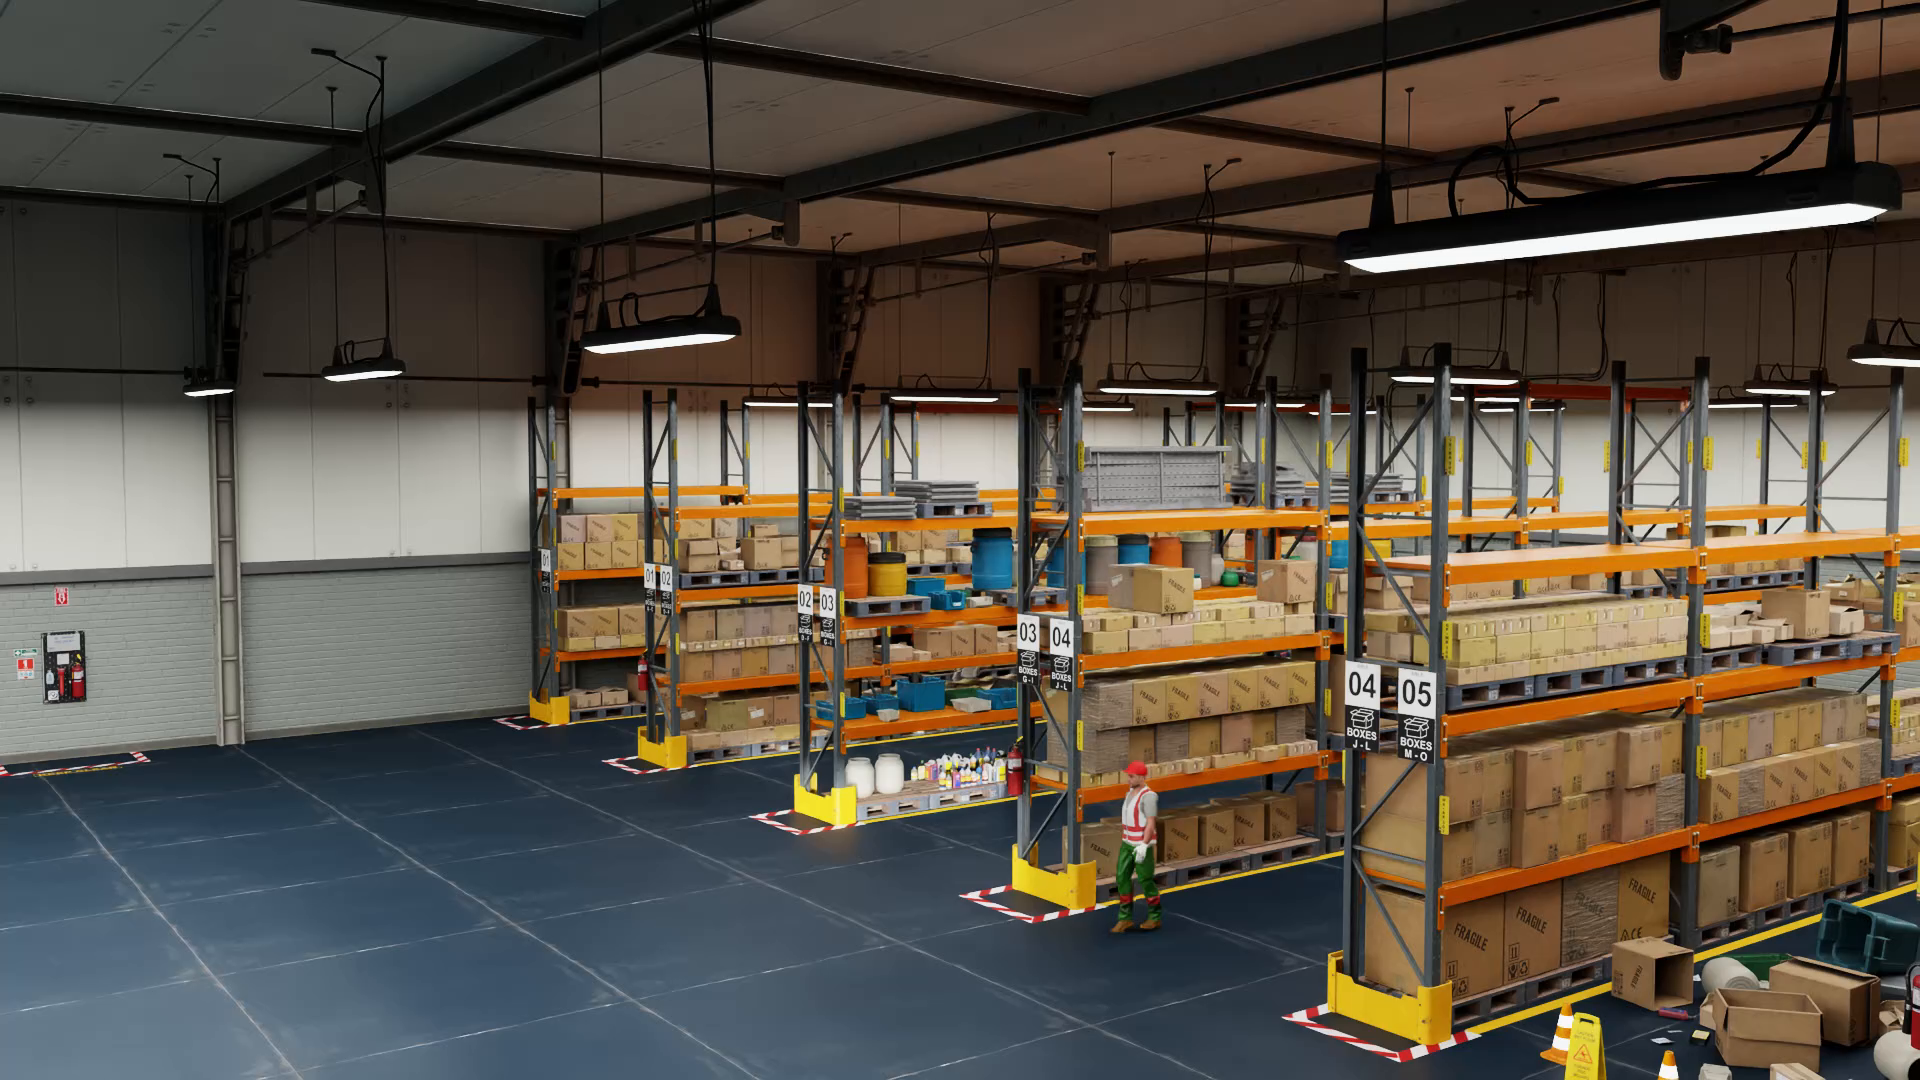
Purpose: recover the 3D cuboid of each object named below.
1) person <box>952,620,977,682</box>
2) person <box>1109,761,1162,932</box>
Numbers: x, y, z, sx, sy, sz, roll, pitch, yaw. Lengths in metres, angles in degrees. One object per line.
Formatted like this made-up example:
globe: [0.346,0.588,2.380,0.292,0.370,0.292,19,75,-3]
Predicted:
person: [0.188,2.408,32.468,0.848,1.695,0.620,-1,4,-22]
person: [1.856,3.251,17.576,0.585,1.833,0.627,-2,4,-25]
